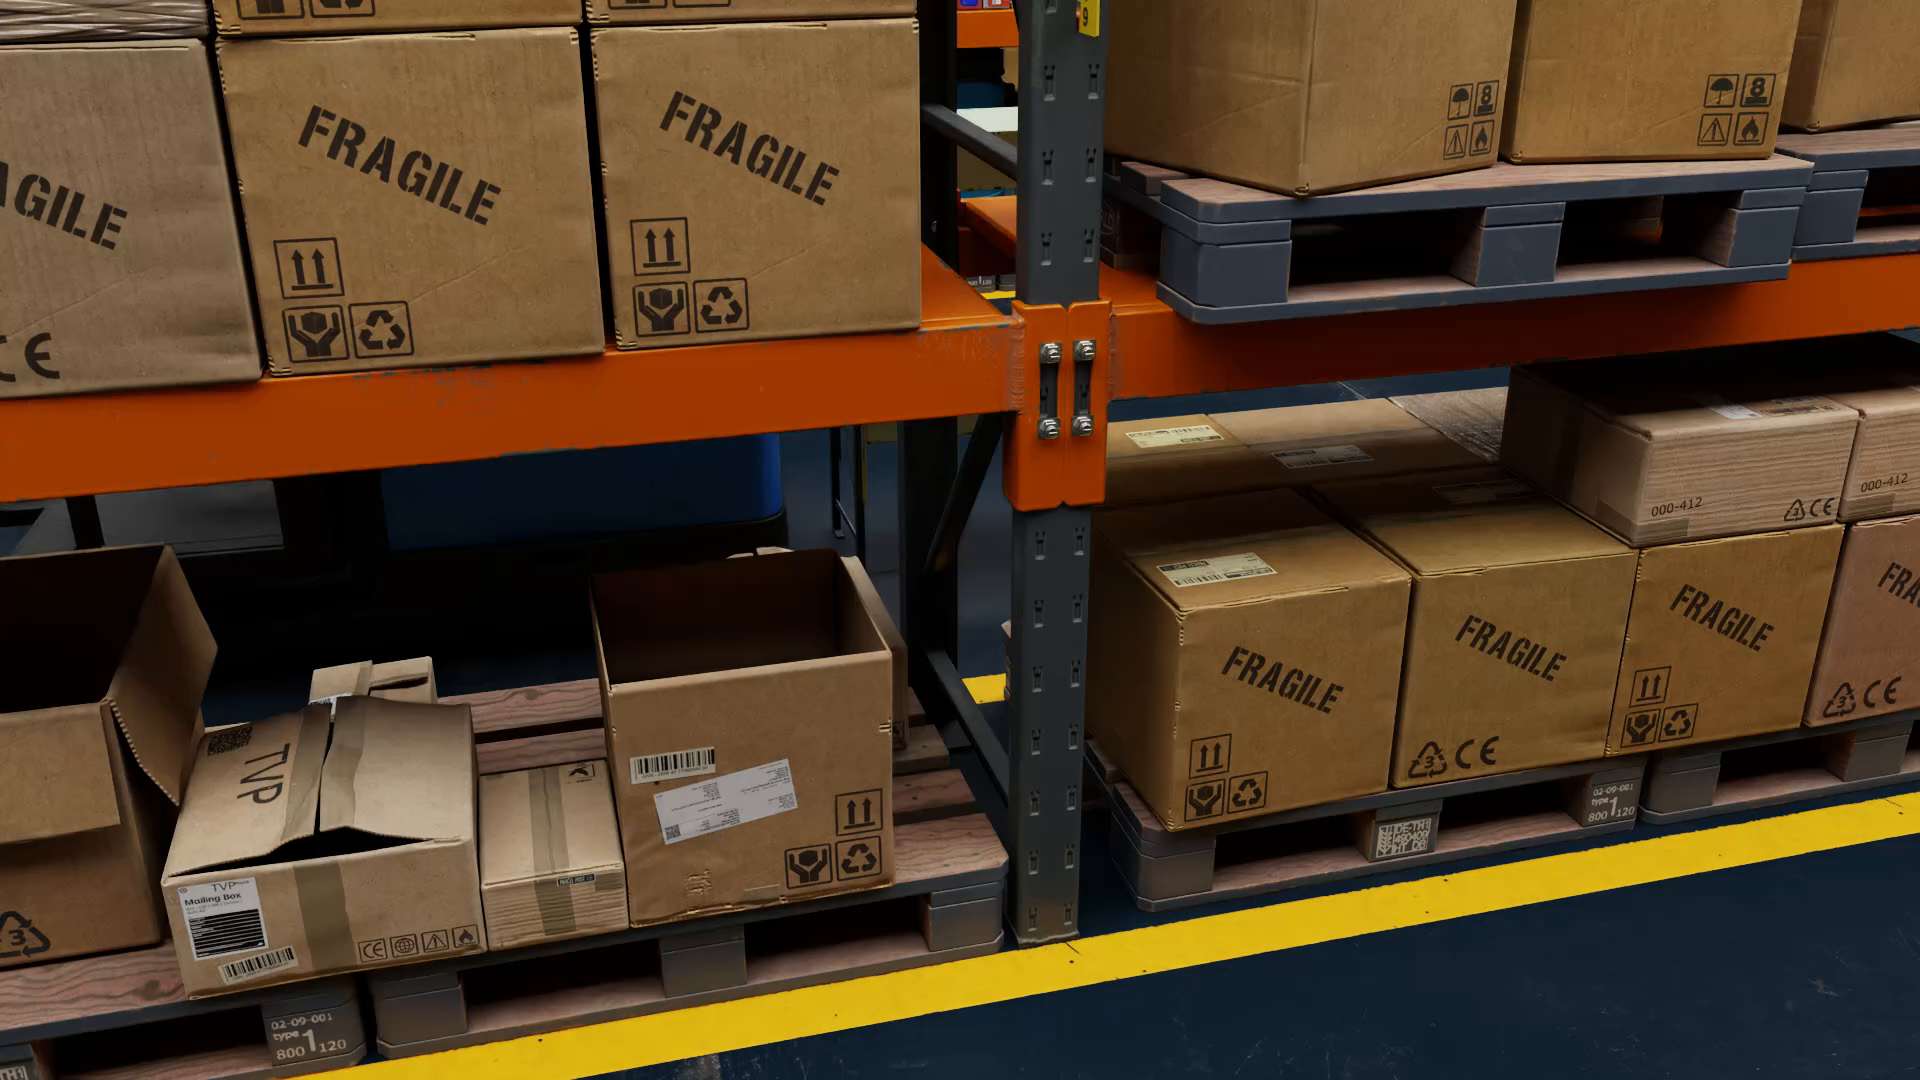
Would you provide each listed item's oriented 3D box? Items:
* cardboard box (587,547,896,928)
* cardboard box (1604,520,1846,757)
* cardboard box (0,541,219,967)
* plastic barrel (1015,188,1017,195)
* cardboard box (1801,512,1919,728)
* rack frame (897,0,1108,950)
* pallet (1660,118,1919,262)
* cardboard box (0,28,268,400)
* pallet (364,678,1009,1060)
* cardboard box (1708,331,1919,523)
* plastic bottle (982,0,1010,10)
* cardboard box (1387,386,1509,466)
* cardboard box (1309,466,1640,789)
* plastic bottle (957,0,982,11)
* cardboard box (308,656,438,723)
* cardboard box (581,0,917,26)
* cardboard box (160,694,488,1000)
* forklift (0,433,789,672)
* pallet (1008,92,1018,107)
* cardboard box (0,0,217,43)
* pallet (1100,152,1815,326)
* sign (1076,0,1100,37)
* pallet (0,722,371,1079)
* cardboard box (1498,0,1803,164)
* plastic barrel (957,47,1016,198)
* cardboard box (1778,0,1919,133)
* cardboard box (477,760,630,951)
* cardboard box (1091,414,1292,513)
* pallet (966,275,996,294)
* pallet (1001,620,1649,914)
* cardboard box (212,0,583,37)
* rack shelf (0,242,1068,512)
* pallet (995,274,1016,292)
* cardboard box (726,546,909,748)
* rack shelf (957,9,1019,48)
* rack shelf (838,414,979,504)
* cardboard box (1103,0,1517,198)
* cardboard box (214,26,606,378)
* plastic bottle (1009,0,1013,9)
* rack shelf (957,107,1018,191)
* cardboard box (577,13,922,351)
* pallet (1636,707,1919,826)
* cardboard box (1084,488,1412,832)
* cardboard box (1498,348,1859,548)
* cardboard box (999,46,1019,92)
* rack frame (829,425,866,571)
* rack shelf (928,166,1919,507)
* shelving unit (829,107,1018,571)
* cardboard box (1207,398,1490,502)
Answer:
[{"bbox_3d":[-0.427,0.362,3.215,0.500,0.500,0.500,-6,24,-14],"label":"cardboard box"},{"bbox_3d":[1.570,0.123,3.771,0.500,0.500,0.500,-6,24,-14],"label":"cardboard box"},{"bbox_3d":[-1.763,0.394,3.136,0.637,0.503,0.797,-6,24,-14],"label":"cardboard box"},{"bbox_3d":[0.488,-1.837,8.349,0.421,0.512,0.421,0,23,0],"label":"plastic barrel"},{"bbox_3d":[2.057,0.069,3.896,0.500,0.500,0.500,-7,24,-16],"label":"cardboard box"},{"bbox_3d":[0.045,-0.753,3.201,0.127,3.000,1.000,-6,24,-14],"label":"rack frame"},{"bbox_3d":[2.025,-0.882,3.745,1.213,0.211,1.003,-6,24,-14],"label":"pallet"},{"bbox_3d":[-1.357,-0.537,2.571,0.500,0.500,0.500,-6,24,-13],"label":"cardboard box"},{"bbox_3d":[-0.617,0.601,3.581,1.213,0.211,1.003,-6,24,-14],"label":"pallet"},{"bbox_3d":[2.022,-0.270,3.737,0.500,0.250,0.500,-7,24,-15],"label":"cardboard box"},{"bbox_3d":[0.151,-2.580,7.617,0.135,0.276,0.152,-6,24,-14],"label":"plastic bottle"},{"bbox_3d":[1.404,-0.071,4.223,0.500,0.500,0.500,-6,24,-14],"label":"cardboard box"},{"bbox_3d":[1.087,0.173,3.654,0.500,0.500,0.500,-6,24,-14],"label":"cardboard box"},{"bbox_3d":[0.034,-2.552,7.542,0.133,0.283,0.061,-6,24,-14],"label":"plastic bottle"},{"bbox_3d":[-1.248,0.405,3.537,0.250,0.166,0.380,-6,24,-14],"label":"cardboard box"},{"bbox_3d":[-0.372,-1.106,2.629,0.500,0.500,0.500,-6,24,-14],"label":"cardboard box"},{"bbox_3d":[-1.149,0.529,3.066,0.500,0.311,0.500,-6,24,-14],"label":"cardboard box"},{"bbox_3d":[-2.060,-1.185,4.295,3.031,2.935,1.130,-5,24,-12],"label":"forklift"},{"bbox_3d":[0.444,-3.604,13.381,1.213,0.211,1.003,-6,24,-14],"label":"pallet"},{"bbox_3d":[-1.350,-0.997,2.375,0.500,0.500,0.500,-6,24,-14],"label":"cardboard box"},{"bbox_3d":[0.844,-0.708,3.341,1.213,0.211,1.003,-6,24,-14],"label":"pallet"},{"bbox_3d":[0.199,-0.946,2.552,0.005,0.325,0.100,-6,24,-14],"label":"sign"},{"bbox_3d":[-1.793,0.733,3.275,1.213,0.211,1.003,-6,24,-14],"label":"pallet"},{"bbox_3d":[1.206,-1.055,3.245,0.500,0.500,0.700,-3,23,-6],"label":"cardboard box"},{"bbox_3d":[-0.079,-1.990,8.211,0.708,0.901,0.600,-6,24,-14],"label":"plastic barrel"},{"bbox_3d":[1.729,-1.204,3.592,0.500,0.500,0.700,-13,26,-28],"label":"cardboard box"},{"bbox_3d":[-0.772,0.586,3.138,0.250,0.149,0.380,-6,24,-14],"label":"cardboard box"},{"bbox_3d":[0.443,0.032,3.983,0.500,0.500,0.500,-6,24,-15],"label":"cardboard box"},{"bbox_3d":[-0.535,-1.419,8.289,1.213,0.211,1.003,-6,24,-14],"label":"pallet"},{"bbox_3d":[0.818,0.427,3.986,1.213,0.211,1.003,-6,24,-14],"label":"pallet"},{"bbox_3d":[-0.865,-1.051,2.500,0.500,0.500,0.500,-7,24,-15],"label":"cardboard box"},{"bbox_3d":[-1.881,-0.209,2.846,4.000,0.370,1.077,-6,24,-14],"label":"rack shelf"},{"bbox_3d":[0.641,-1.550,8.595,1.213,0.211,1.003,-6,24,-14],"label":"pallet"},{"bbox_3d":[-0.418,0.243,3.732,0.500,0.311,0.500,-6,24,-14],"label":"cardboard box"},{"bbox_3d":[0.636,-2.516,8.223,4.000,0.370,1.077,-6,24,-14],"label":"rack shelf"},{"bbox_3d":[0.006,-0.390,5.084,0.720,0.370,0.431,-6,24,-14],"label":"rack shelf"},{"bbox_3d":[0.561,-0.958,3.018,0.500,0.500,0.700,-16,28,-32],"label":"cardboard box"},{"bbox_3d":[-0.863,-0.593,2.701,0.500,0.500,0.500,-6,24,-13],"label":"cardboard box"},{"bbox_3d":[0.270,-2.548,7.636,0.097,0.201,0.097,0,23,0],"label":"plastic bottle"},{"bbox_3d":[0.006,-1.049,4.802,0.720,0.370,0.431,-6,24,-14],"label":"rack shelf"},{"bbox_3d":[-0.367,-0.648,2.830,0.500,0.500,0.500,-6,24,-13],"label":"cardboard box"},{"bbox_3d":[1.995,0.296,4.292,1.213,0.211,1.003,-6,24,-14],"label":"pallet"},{"bbox_3d":[0.576,0.234,3.512,0.500,0.500,0.500,-7,24,-17],"label":"cardboard box"},{"bbox_3d":[1.539,-0.217,3.612,0.500,0.250,0.500,-6,24,-14],"label":"cardboard box"},{"bbox_3d":[0.554,-4.091,13.143,0.875,0.875,1.225,-7,24,-17],"label":"cardboard box"},{"bbox_3d":[-0.346,-0.651,4.865,0.023,1.500,0.400,-6,24,-14],"label":"rack frame"},{"bbox_3d":[1.971,-0.635,3.839,4.000,0.370,1.077,-6,24,-14],"label":"rack shelf"},{"bbox_3d":[0.006,-0.690,4.956,0.755,1.500,0.431,-6,24,-14],"label":"shelving unit"},{"bbox_3d":[0.921,-0.017,4.098,0.500,0.500,0.500,-6,24,-14],"label":"cardboard box"}]
